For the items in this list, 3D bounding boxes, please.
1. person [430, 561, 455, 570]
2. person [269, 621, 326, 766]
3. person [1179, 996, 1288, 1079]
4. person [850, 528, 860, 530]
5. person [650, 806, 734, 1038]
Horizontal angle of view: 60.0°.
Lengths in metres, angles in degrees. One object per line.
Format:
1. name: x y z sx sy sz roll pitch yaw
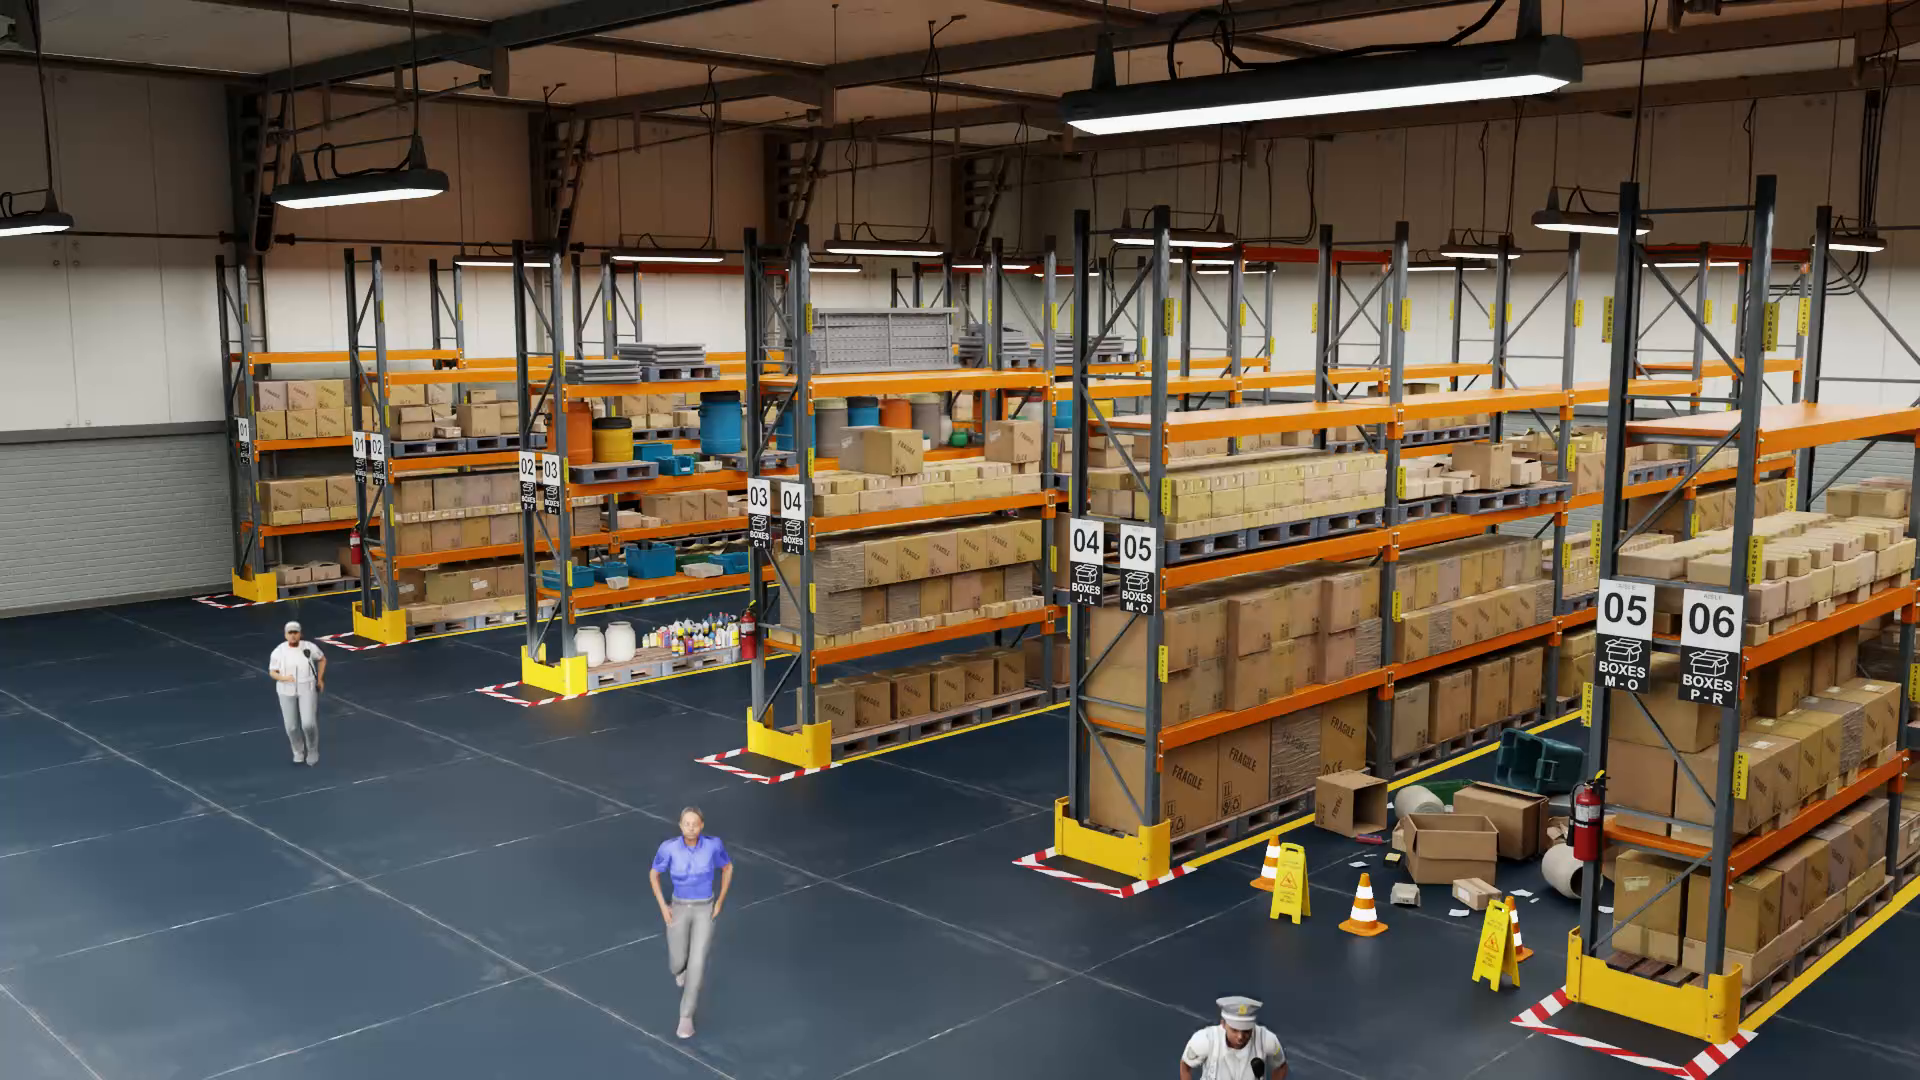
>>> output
1. person: -8.763 0.274 28.286 0.663 1.749 0.958 6 10 34
2. person: -7.395 1.724 18.590 0.579 1.648 0.643 -2 8 -17
3. person: 1.471 3.135 9.056 0.575 1.625 0.861 0 8 -1
4. person: -1.867 0.028 28.542 0.582 1.652 0.793 7 11 42
5. person: -1.930 2.694 12.014 0.598 1.628 0.634 -1 8 -10
